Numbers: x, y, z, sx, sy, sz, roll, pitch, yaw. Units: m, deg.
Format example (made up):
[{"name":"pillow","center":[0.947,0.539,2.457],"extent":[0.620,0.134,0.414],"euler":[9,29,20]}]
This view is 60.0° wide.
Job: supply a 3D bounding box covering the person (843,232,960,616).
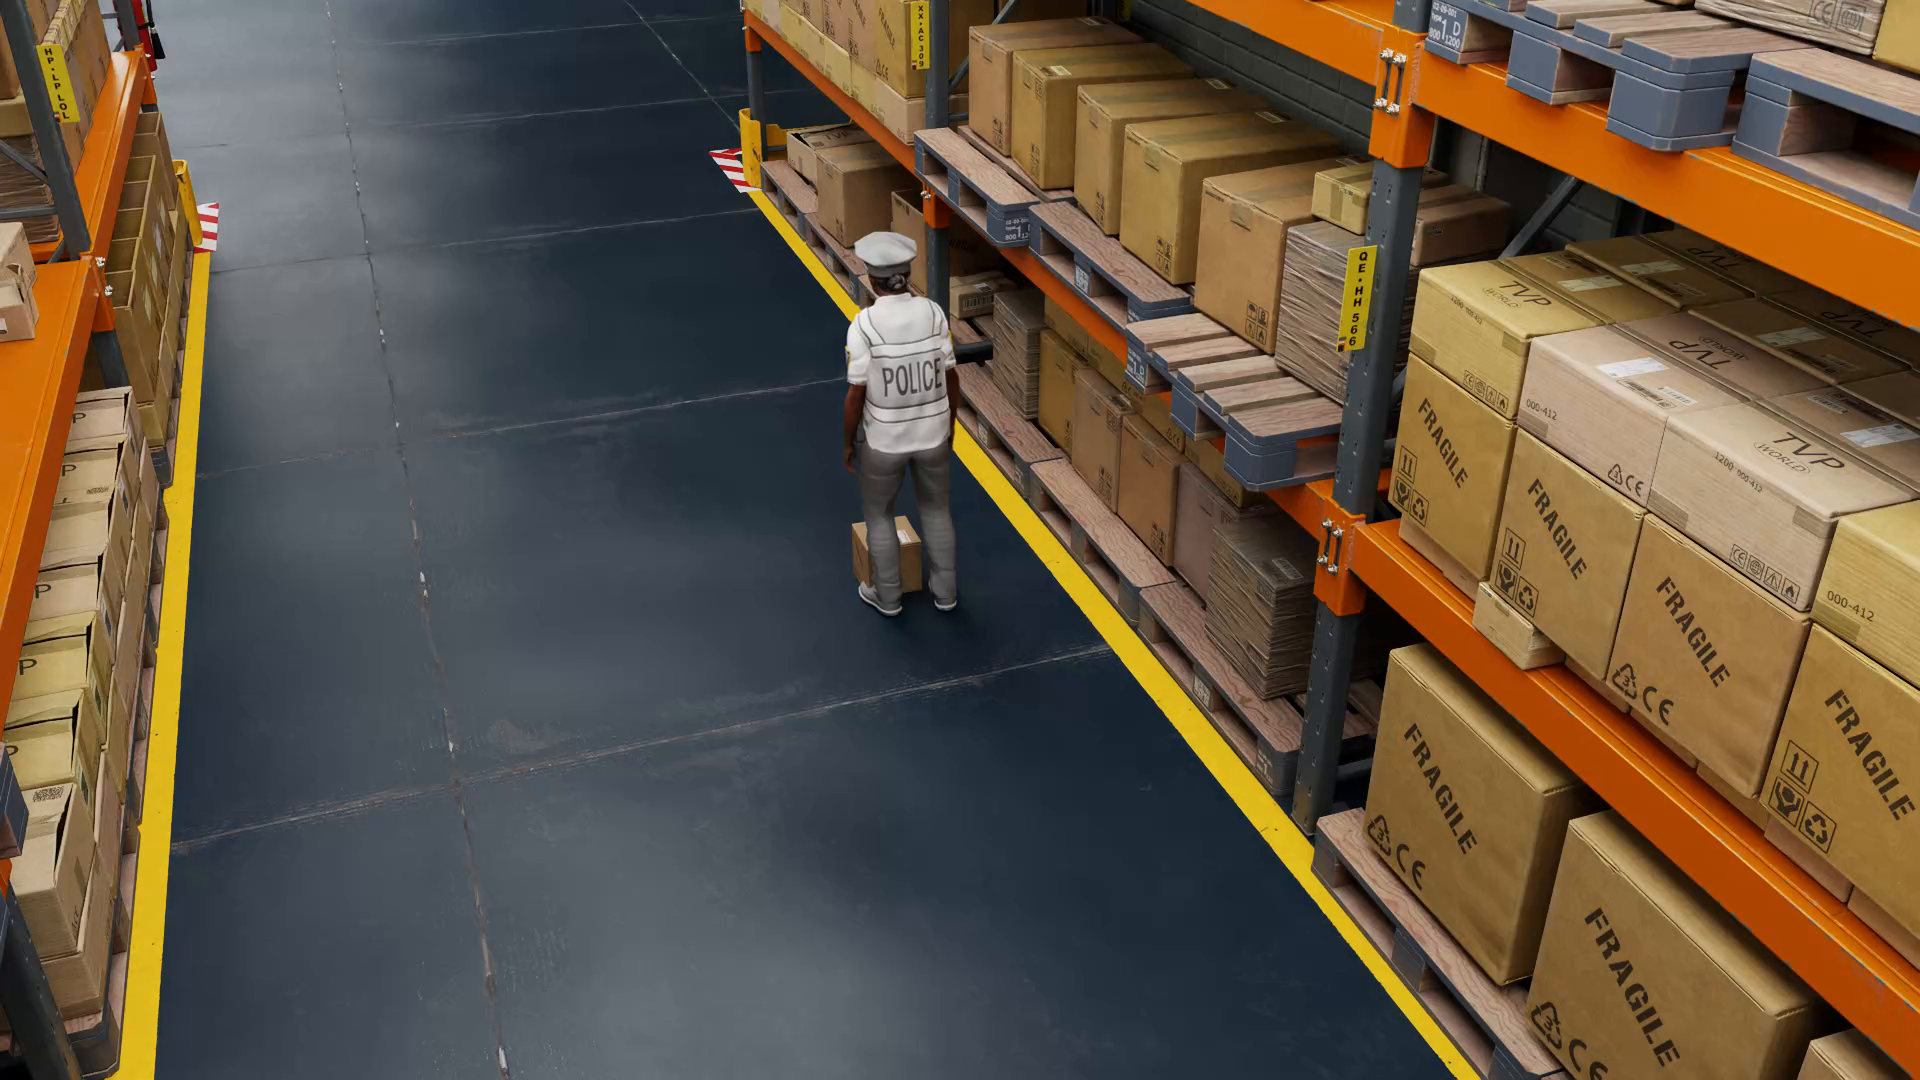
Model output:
[{"name":"person","center":[-0.238,-0.432,6.879],"extent":[0.520,1.657,0.417],"euler":[-11,32,-19]}]
